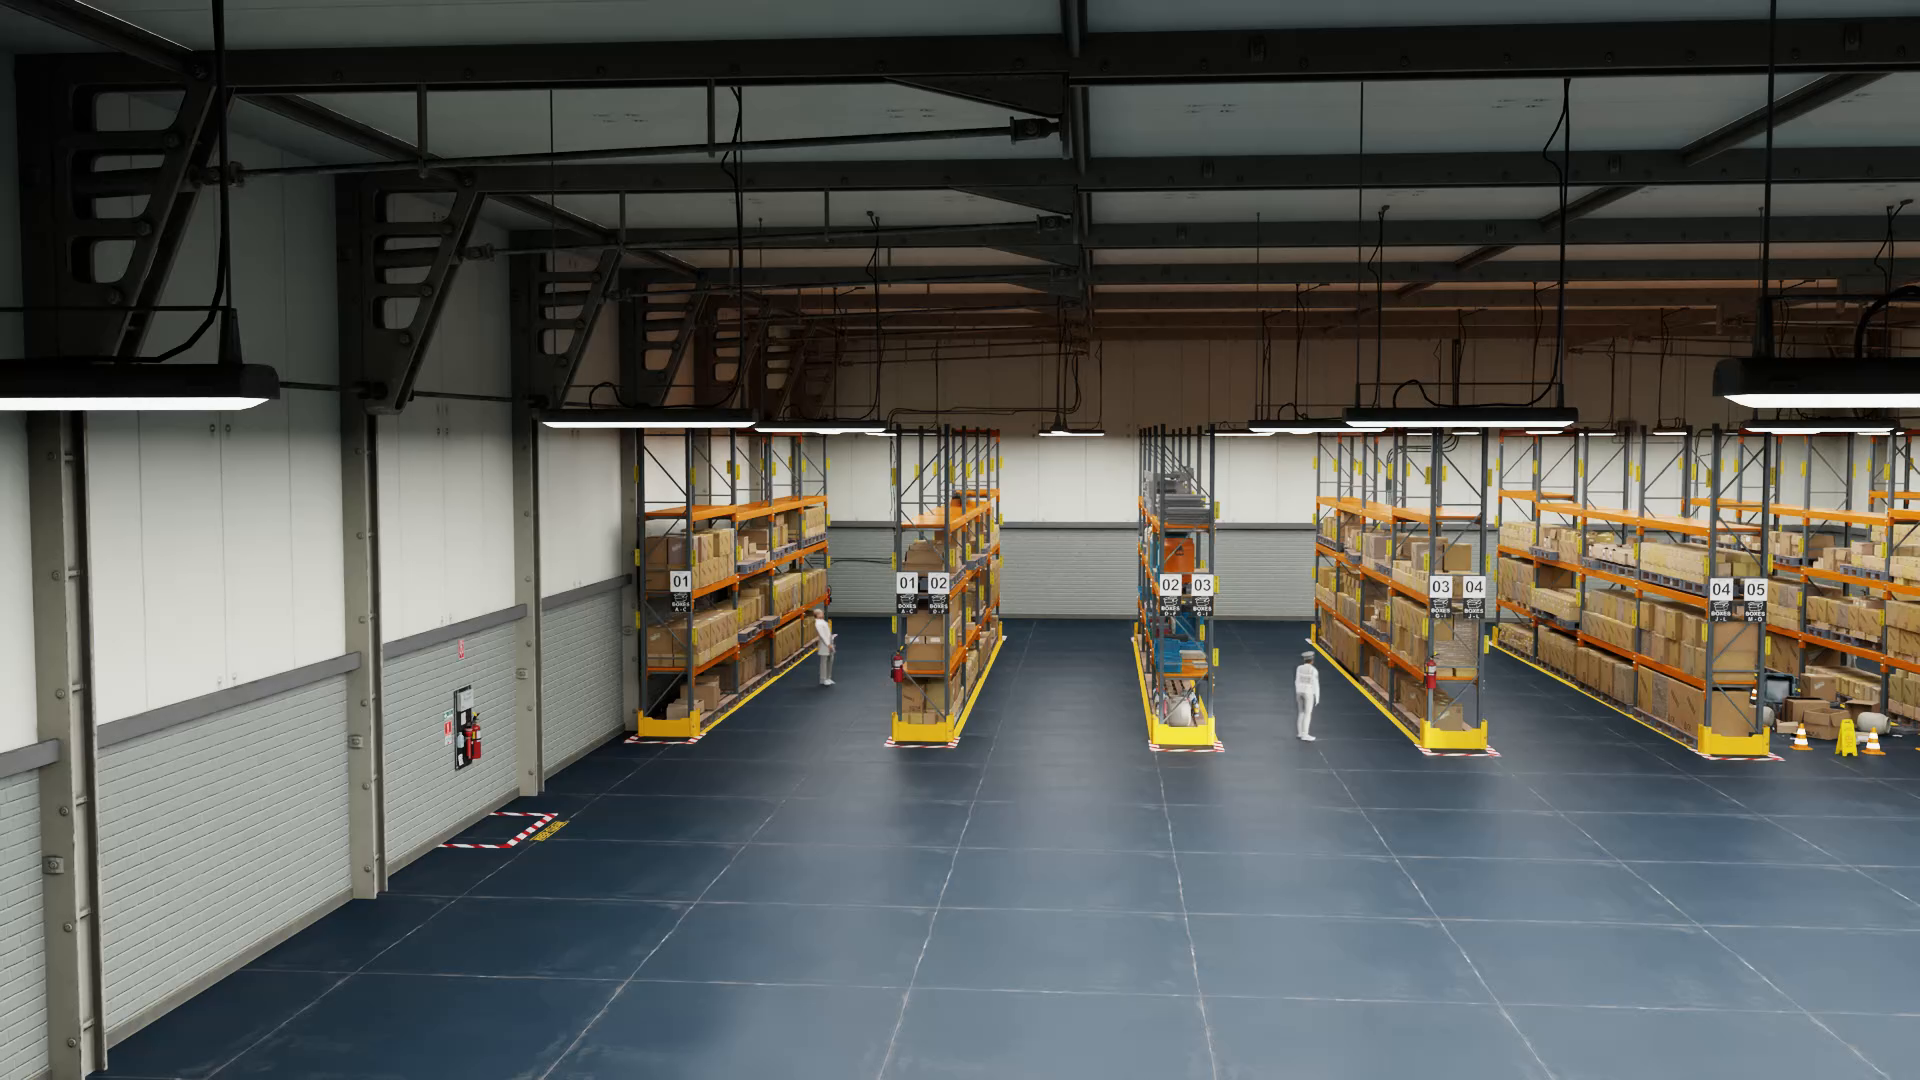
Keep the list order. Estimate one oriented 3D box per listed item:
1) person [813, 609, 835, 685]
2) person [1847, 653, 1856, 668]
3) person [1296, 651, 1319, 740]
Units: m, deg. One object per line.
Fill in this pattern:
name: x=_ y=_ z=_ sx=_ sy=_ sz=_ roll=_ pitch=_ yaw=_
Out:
person: x=-3.117 y=2.505 z=38.833 sx=0.619 sy=1.810 sz=0.689 roll=2 pitch=4 yaw=23
person: x=21.529 y=2.440 z=40.309 sx=0.415 sy=1.673 sz=0.477 roll=2 pitch=4 yaw=36
person: x=6.626 y=2.964 z=31.612 sx=0.412 sy=1.702 sz=0.510 roll=-3 pitch=4 yaw=-39
